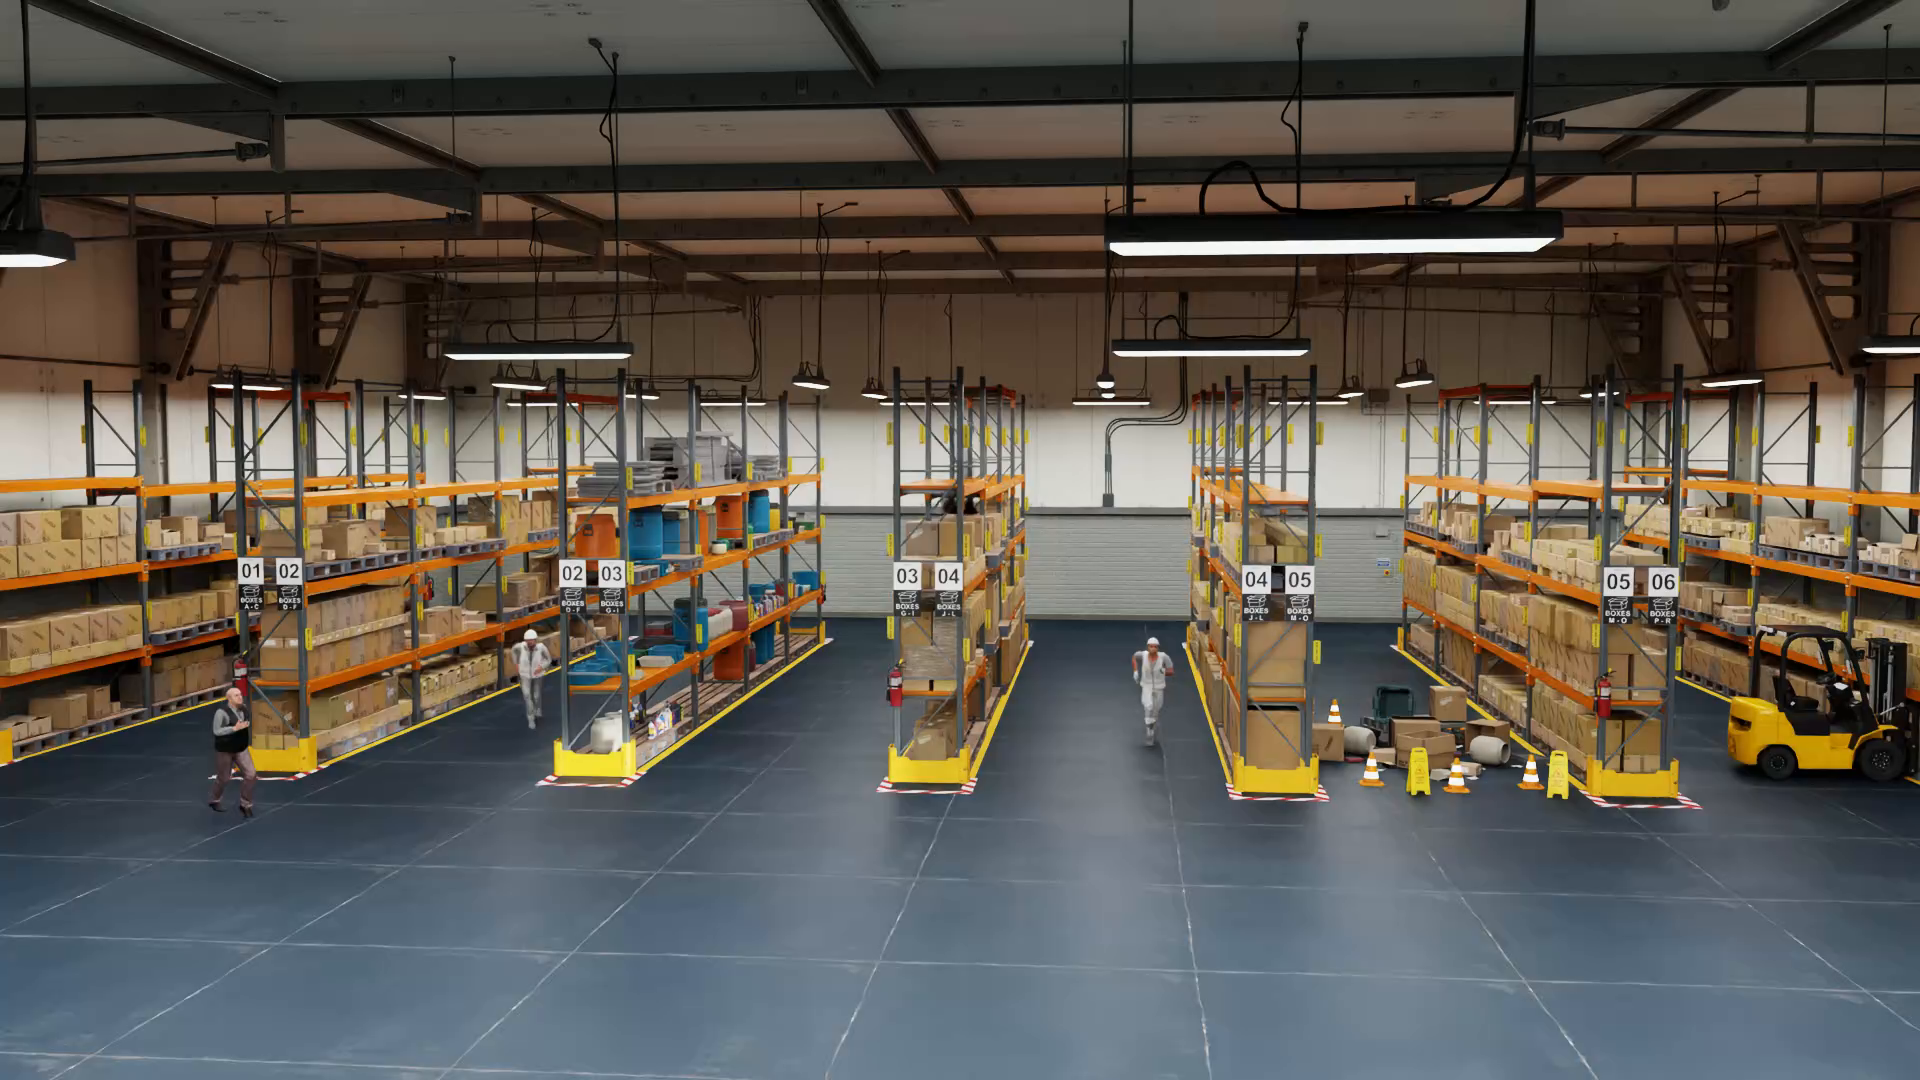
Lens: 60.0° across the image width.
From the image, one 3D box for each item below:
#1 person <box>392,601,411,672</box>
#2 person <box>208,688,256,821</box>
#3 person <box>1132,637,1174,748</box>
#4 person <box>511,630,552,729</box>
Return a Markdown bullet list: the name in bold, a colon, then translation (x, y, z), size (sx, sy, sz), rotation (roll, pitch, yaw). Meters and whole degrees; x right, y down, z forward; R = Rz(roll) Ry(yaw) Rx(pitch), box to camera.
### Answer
- **person**: translation (-11.979, 1.930, 35.436), size (0.712, 1.764, 0.904), rotation (0, 4, -7)
- **person**: translation (-9.553, 2.811, 21.766), size (0.857, 1.791, 0.638), rotation (2, 4, 32)
- **person**: translation (3.141, 2.446, 27.118), size (0.649, 1.782, 0.972), rotation (0, 4, 0)
- **person**: translation (-7.436, 2.381, 28.910), size (0.697, 1.732, 1.037), rotation (0, 4, -7)
